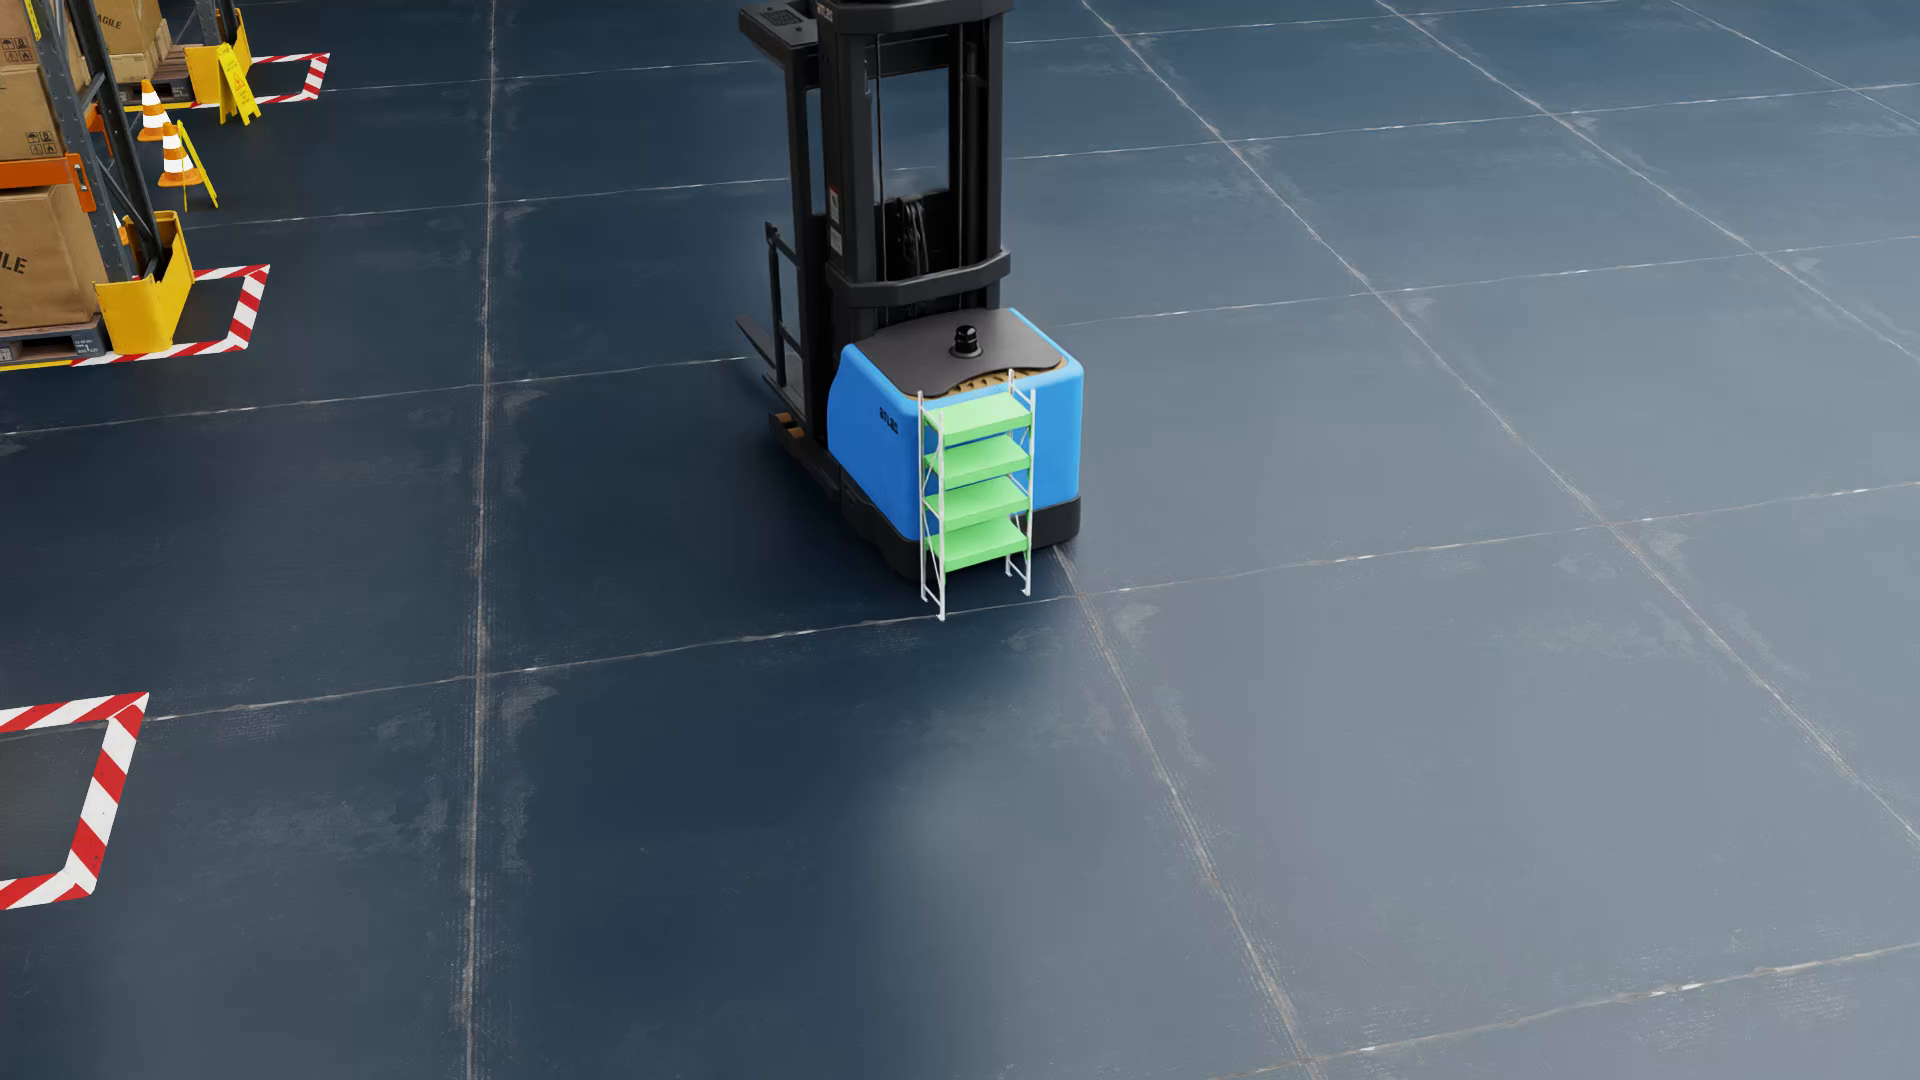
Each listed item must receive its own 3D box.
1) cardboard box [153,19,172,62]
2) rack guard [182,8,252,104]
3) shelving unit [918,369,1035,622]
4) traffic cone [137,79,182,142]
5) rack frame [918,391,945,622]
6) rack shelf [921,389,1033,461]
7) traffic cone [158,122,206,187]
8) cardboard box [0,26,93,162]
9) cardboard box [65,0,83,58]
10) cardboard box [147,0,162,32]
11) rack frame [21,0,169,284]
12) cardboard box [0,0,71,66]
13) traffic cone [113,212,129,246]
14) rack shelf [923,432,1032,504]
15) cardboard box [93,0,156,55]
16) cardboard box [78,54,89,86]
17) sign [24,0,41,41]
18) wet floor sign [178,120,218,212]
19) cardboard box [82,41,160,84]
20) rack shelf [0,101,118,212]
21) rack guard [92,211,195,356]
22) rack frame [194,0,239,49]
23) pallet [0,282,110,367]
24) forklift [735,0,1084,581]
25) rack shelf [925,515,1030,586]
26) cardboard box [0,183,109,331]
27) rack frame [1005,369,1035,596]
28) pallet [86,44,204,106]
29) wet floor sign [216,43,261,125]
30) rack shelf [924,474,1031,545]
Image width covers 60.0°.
[{"bbox_3d":[-7.494,-4.527,15.118,0.500,0.250,0.500,-7,35,-11],"label":"cardboard box"},{"bbox_3d":[-6.720,-4.396,15.075,0.348,0.500,1.175,-7,35,-11],"label":"rack guard"},{"bbox_3d":[0.079,-0.209,8.207,0.503,1.200,0.258,-16,37,-22],"label":"shelving unit"},{"bbox_3d":[-6.781,-3.636,13.976,0.334,0.463,0.336,-7,35,-11],"label":"traffic cone"},{"bbox_3d":[-0.139,-0.147,8.116,0.015,1.200,0.240,-16,37,-22],"label":"rack frame"},{"bbox_3d":[0.079,-0.554,7.975,0.480,0.148,0.258,-16,37,-22],"label":"rack shelf"},{"bbox_3d":[-6.205,-3.075,13.139,0.334,0.463,0.336,-7,35,-11],"label":"traffic cone"},{"bbox_3d":[-5.808,-2.758,10.256,0.550,0.550,0.875,-7,35,-11],"label":"cardboard box"},{"bbox_3d":[-7.879,-4.481,14.377,0.500,0.500,0.500,-6,34,-9],"label":"cardboard box"},{"bbox_3d":[-7.517,-4.835,14.904,0.500,0.500,0.500,-8,35,-12],"label":"cardboard box"},{"bbox_3d":[-5.456,-2.766,10.402,0.127,3.000,1.000,-7,35,-11],"label":"rack frame"},{"bbox_3d":[-5.826,-3.252,10.023,0.550,0.550,0.875,-7,35,-11],"label":"cardboard box"},{"bbox_3d":[-6.287,-2.419,12.162,0.334,0.463,0.336,-7,35,-11],"label":"traffic cone"},{"bbox_3d":[0.079,-0.355,8.109,0.480,0.148,0.258,-16,37,-22],"label":"rack shelf"},{"bbox_3d":[-7.370,-4.547,14.475,0.500,0.500,0.500,-7,34,-10],"label":"cardboard box"},{"bbox_3d":[-7.882,-4.171,14.588,0.500,0.250,0.500,-7,35,-10],"label":"cardboard box"},{"bbox_3d":[-5.350,-3.048,9.572,0.005,0.325,0.100,-7,35,-11],"label":"sign"},{"bbox_3d":[-5.864,-2.868,12.667,0.232,0.644,0.267,-13,36,-19],"label":"wet floor sign"},{"bbox_3d":[-7.399,-4.228,14.672,0.500,0.250,0.500,-7,35,-11],"label":"cardboard box"},{"bbox_3d":[-7.407,-2.221,10.236,4.000,0.370,1.077,-7,35,-11],"label":"rack shelf"},{"bbox_3d":[-5.432,-1.731,11.103,0.348,0.500,1.175,-7,35,-11],"label":"rack guard"},{"bbox_3d":[-6.646,-5.443,14.393,0.127,3.000,1.000,-7,35,-11],"label":"rack frame"},{"bbox_3d":[-6.218,-1.467,10.969,1.213,0.211,1.003,-7,35,-11],"label":"pallet"},{"bbox_3d":[-0.473,-1.810,9.040,1.130,2.935,3.031,-16,37,-22],"label":"forklift"},{"bbox_3d":[0.079,0.044,8.377,0.480,0.148,0.258,-16,37,-22],"label":"rack shelf"},{"bbox_3d":[-6.103,-1.938,10.700,0.875,0.875,0.875,-7,34,-10],"label":"cardboard box"},{"bbox_3d":[0.297,-0.270,8.299,0.015,1.200,0.240,-16,37,-22],"label":"rack frame"},{"bbox_3d":[-7.521,-4.196,15.036,1.213,0.211,1.003,-7,35,-11],"label":"pallet"},{"bbox_3d":[-6.225,-3.908,14.217,0.232,0.644,0.267,4,34,6],"label":"wet floor sign"},{"bbox_3d":[0.079,-0.156,8.243,0.480,0.148,0.258,-16,37,-22],"label":"rack shelf"}]
